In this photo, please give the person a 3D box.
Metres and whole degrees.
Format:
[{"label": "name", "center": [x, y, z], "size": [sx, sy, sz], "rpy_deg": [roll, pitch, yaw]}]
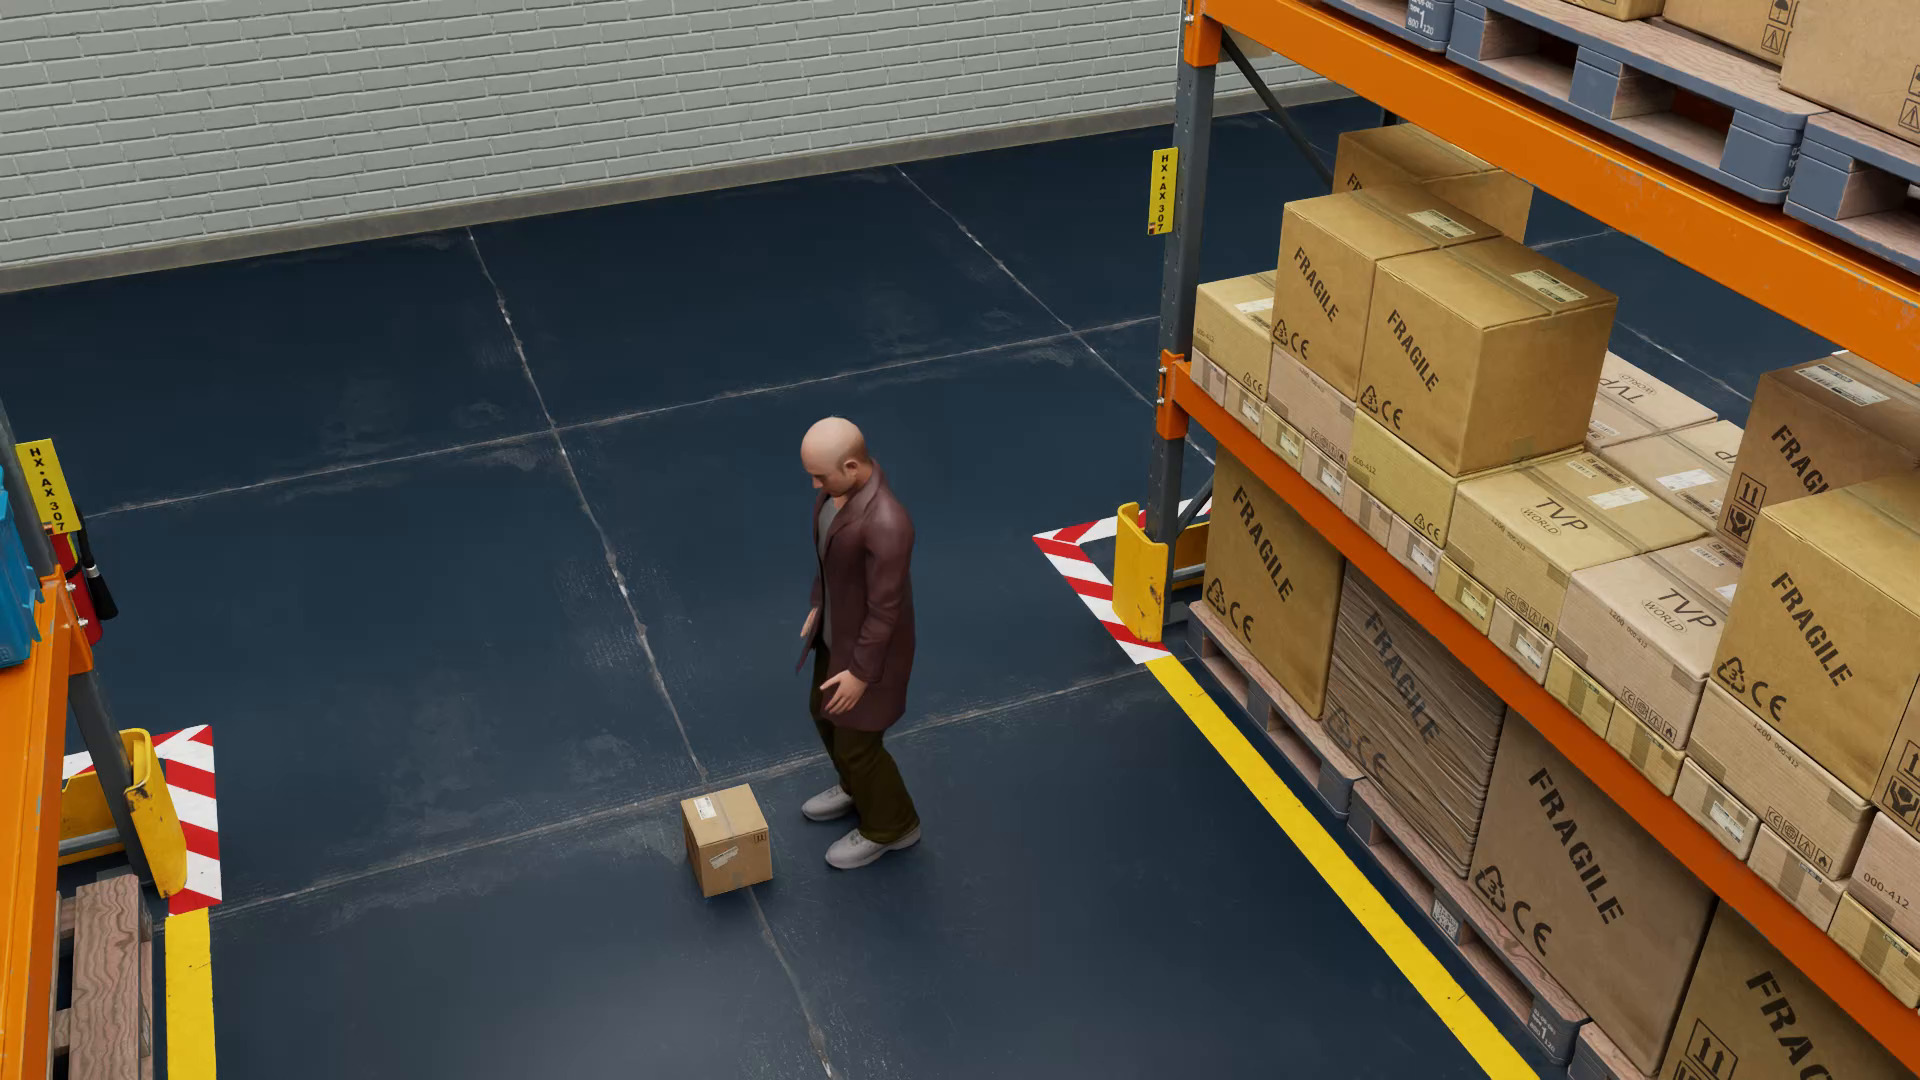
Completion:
[{"label": "person", "center": [-0.349, 0.349, 5.651], "size": [0.390, 1.752, 0.579], "rpy_deg": [-12, 35, -18]}]
